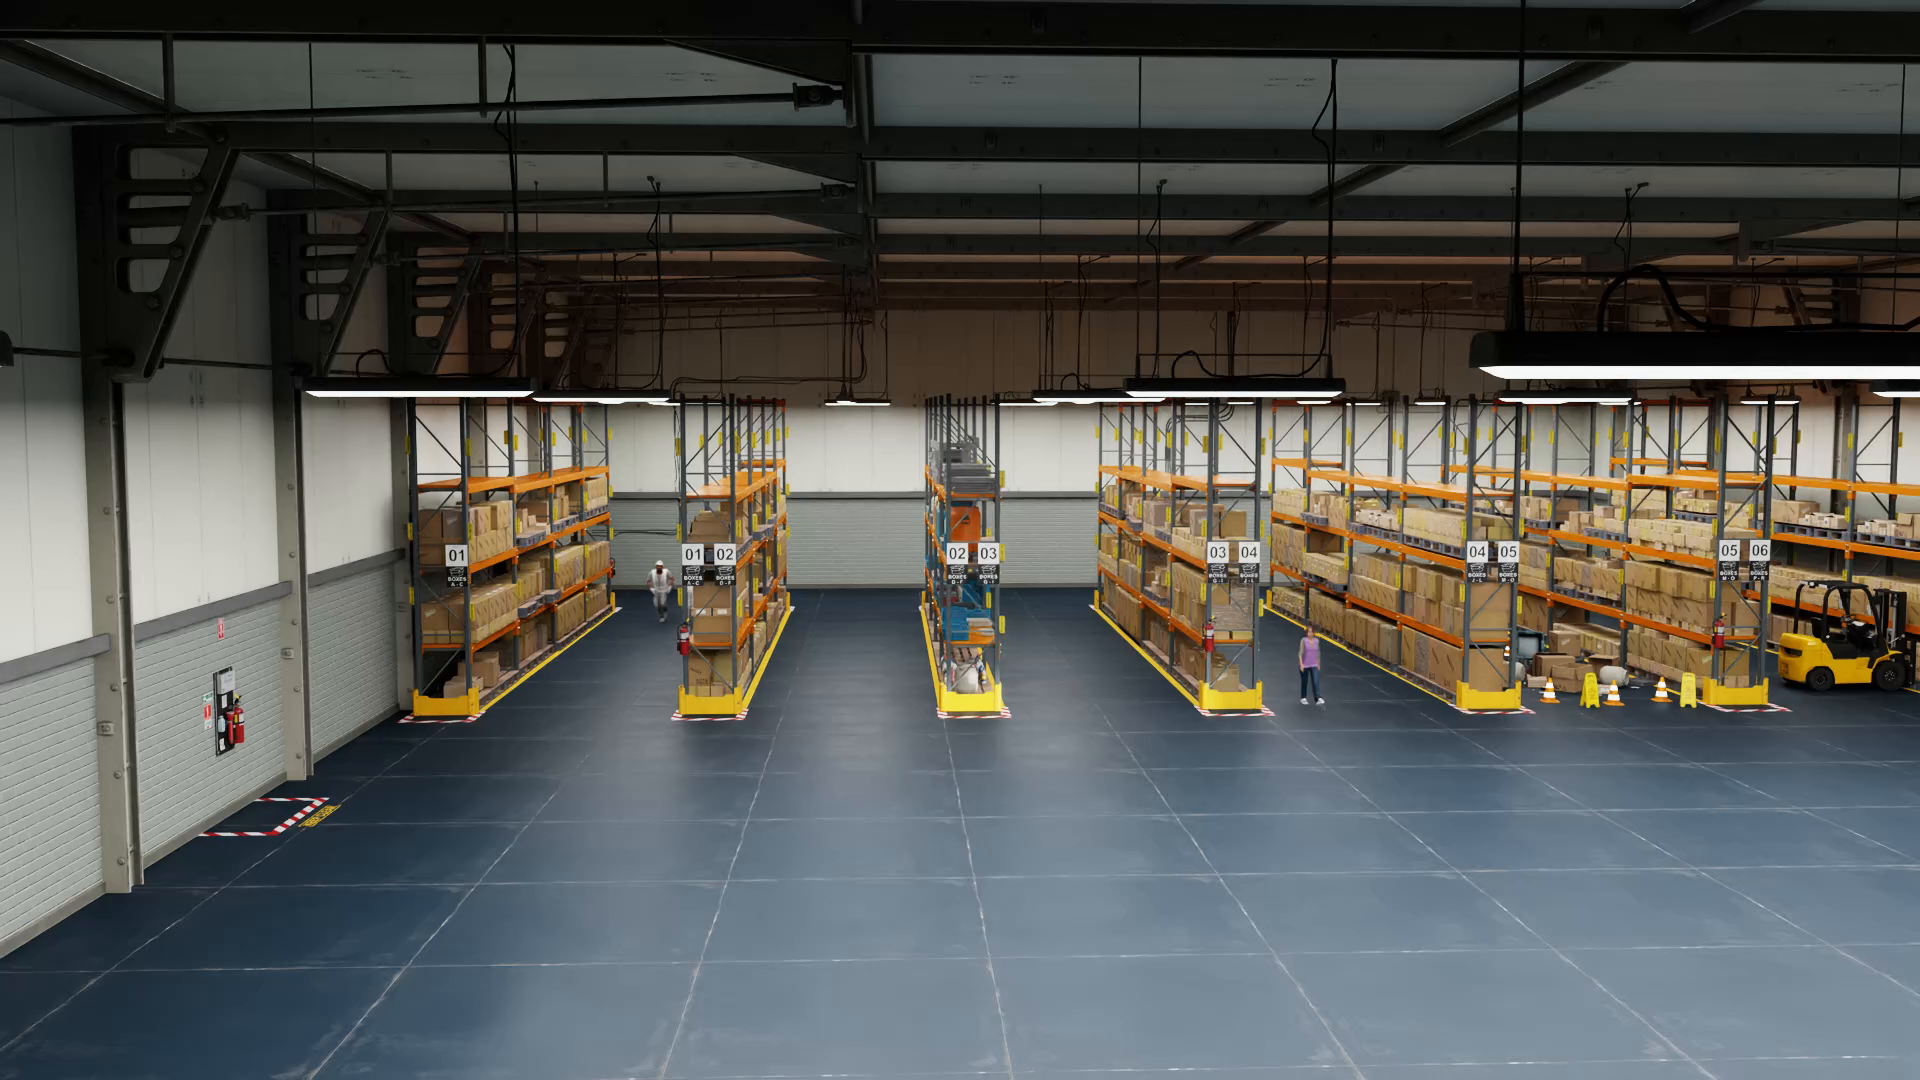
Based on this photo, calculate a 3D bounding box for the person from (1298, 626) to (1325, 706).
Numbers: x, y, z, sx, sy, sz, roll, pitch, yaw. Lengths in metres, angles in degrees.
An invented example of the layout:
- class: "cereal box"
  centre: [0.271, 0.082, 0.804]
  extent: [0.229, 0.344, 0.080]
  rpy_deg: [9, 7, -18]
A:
- class: "person"
  centre: [6.703, 2.427, 31.795]
  extent: [0.450, 1.533, 0.970]
  rpy_deg: [0, 5, 3]

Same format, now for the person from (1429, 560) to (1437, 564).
- class: "person"
  centre: [12.866, 1.269, 45.122]
  extent: [0.539, 1.779, 0.638]
  rpy_deg: [3, 6, 38]

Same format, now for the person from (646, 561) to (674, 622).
- class: "person"
  centre: [-8.016, 1.375, 44.470]
  extent: [0.678, 1.681, 0.655]
  rpy_deg: [0, 5, 5]

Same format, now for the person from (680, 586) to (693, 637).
- class: "person"
  centre: [-6.659, 1.638, 41.150]
  extent: [0.556, 1.622, 1.023]
  rpy_deg: [0, 5, -5]
